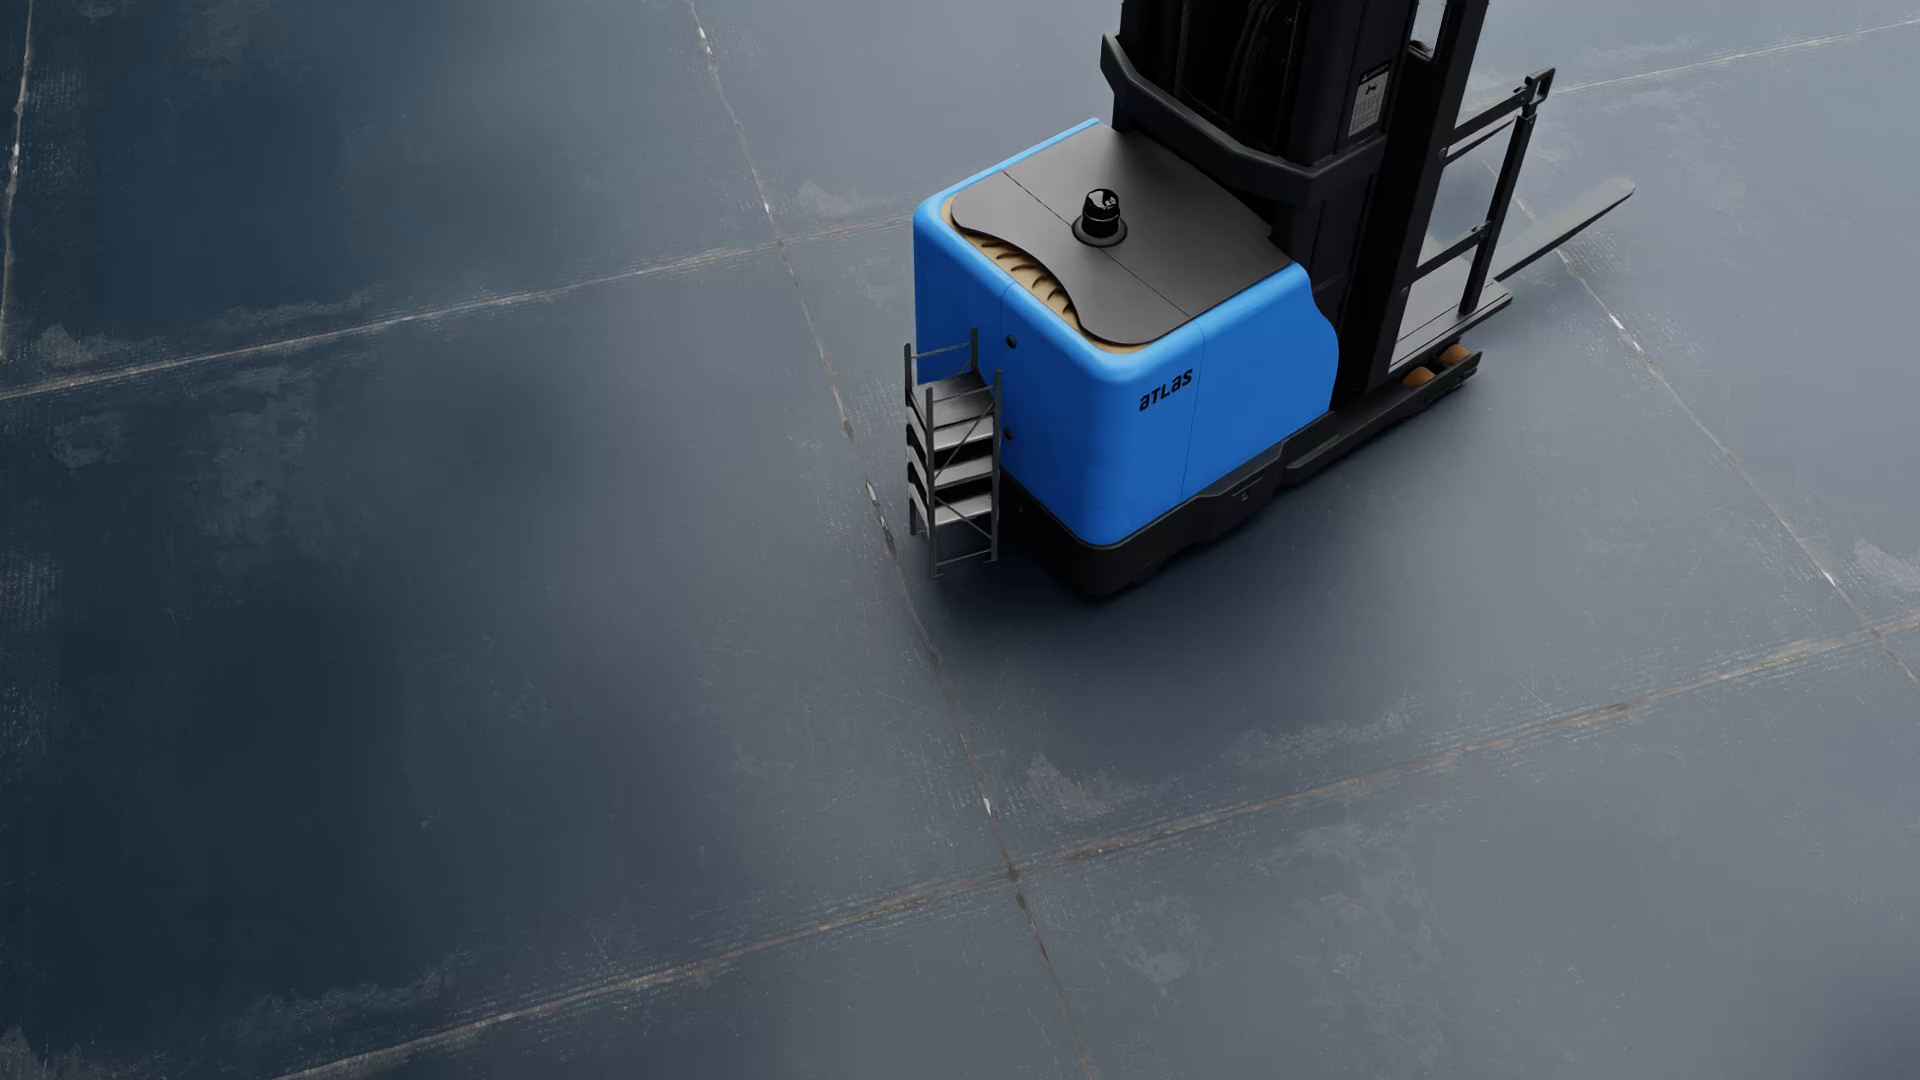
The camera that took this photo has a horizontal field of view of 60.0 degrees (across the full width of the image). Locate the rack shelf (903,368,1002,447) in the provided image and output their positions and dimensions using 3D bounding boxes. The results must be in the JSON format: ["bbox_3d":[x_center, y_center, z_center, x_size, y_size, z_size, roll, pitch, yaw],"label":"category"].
[{"bbox_3d":[-0.023,-0.417,5.203,0.258,0.077,0.200,-15,52,-13],"label":"rack shelf"}]

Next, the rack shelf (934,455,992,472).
[{"bbox_3d":[-0.023,-0.310,5.329,0.199,0.015,0.184,-15,52,-13],"label":"rack shelf"}]

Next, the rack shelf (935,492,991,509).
[{"bbox_3d":[-0.023,-0.194,5.467,0.199,0.015,0.184,-15,52,-13],"label":"rack shelf"}]

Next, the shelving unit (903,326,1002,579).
[{"bbox_3d":[-0.023,-0.264,5.384,0.258,0.900,0.210,-15,52,-13],"label":"shelving unit"}]

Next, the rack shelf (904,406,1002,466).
[{"bbox_3d":[-0.023,-0.359,5.272,0.258,0.077,0.200,-15,52,-13],"label":"rack shelf"}]

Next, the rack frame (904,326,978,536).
[{"bbox_3d":[-0.058,-0.337,5.446,0.240,0.900,0.006,-15,52,-13],"label":"rack frame"}]

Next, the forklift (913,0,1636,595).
[{"bbox_3d":[1.309,-1.709,5.274,3.031,2.935,1.130,-31,56,-23],"label":"forklift"}]

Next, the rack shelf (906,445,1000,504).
[{"bbox_3d":[-0.023,-0.243,5.410,0.258,0.077,0.200,-15,52,-13],"label":"rack shelf"}]

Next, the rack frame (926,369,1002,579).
[{"bbox_3d":[0.012,-0.191,5.322,0.240,0.900,0.006,-15,52,-13],"label":"rack frame"}]

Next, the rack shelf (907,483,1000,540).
[{"bbox_3d":[-0.023,-0.127,5.547,0.258,0.077,0.200,-15,52,-13],"label":"rack shelf"}]
